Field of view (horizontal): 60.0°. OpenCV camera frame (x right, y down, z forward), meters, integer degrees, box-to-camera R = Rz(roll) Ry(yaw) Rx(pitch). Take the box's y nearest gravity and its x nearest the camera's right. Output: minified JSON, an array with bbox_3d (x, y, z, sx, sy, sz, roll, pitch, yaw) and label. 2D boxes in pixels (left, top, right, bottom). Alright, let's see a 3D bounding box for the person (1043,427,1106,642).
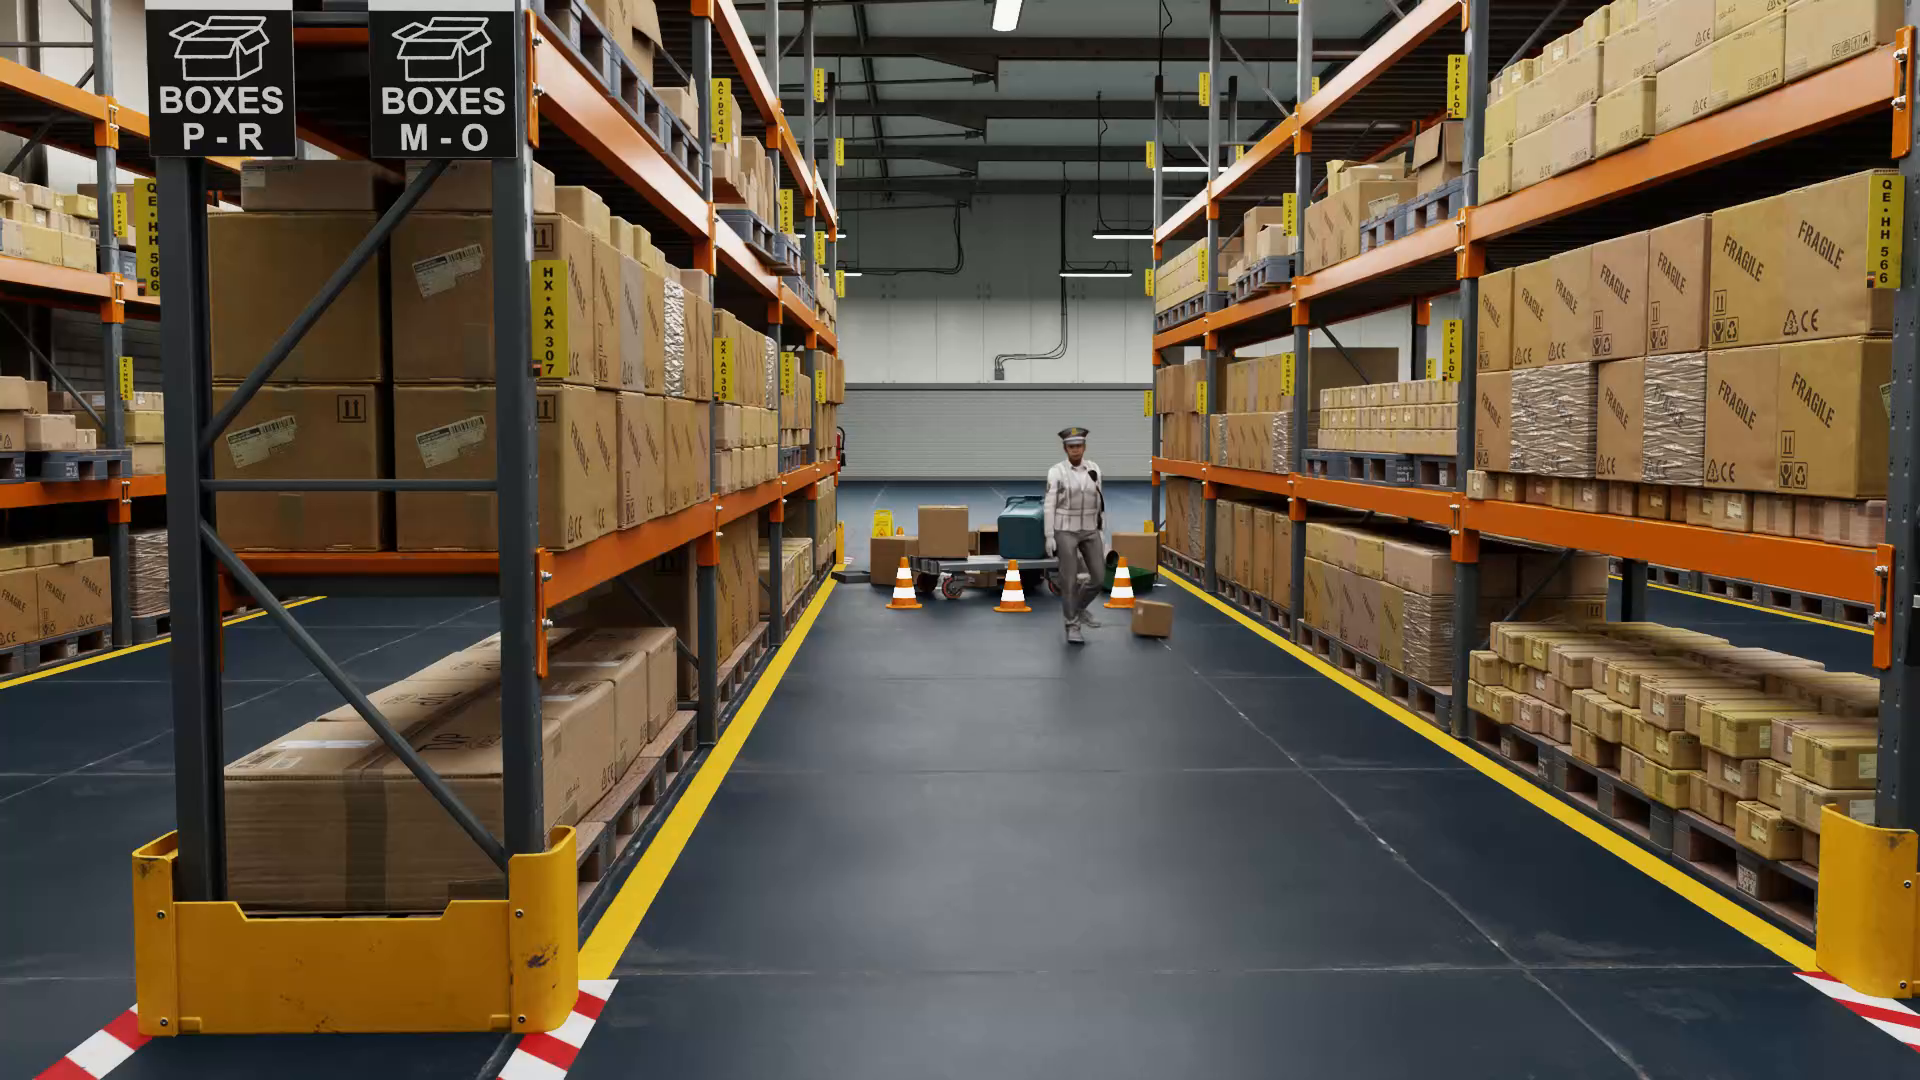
[{"bbox_3d":[0.897,-0.047,13.023,0.535,1.674,0.493,-1,4,-15],"label":"person"}]
